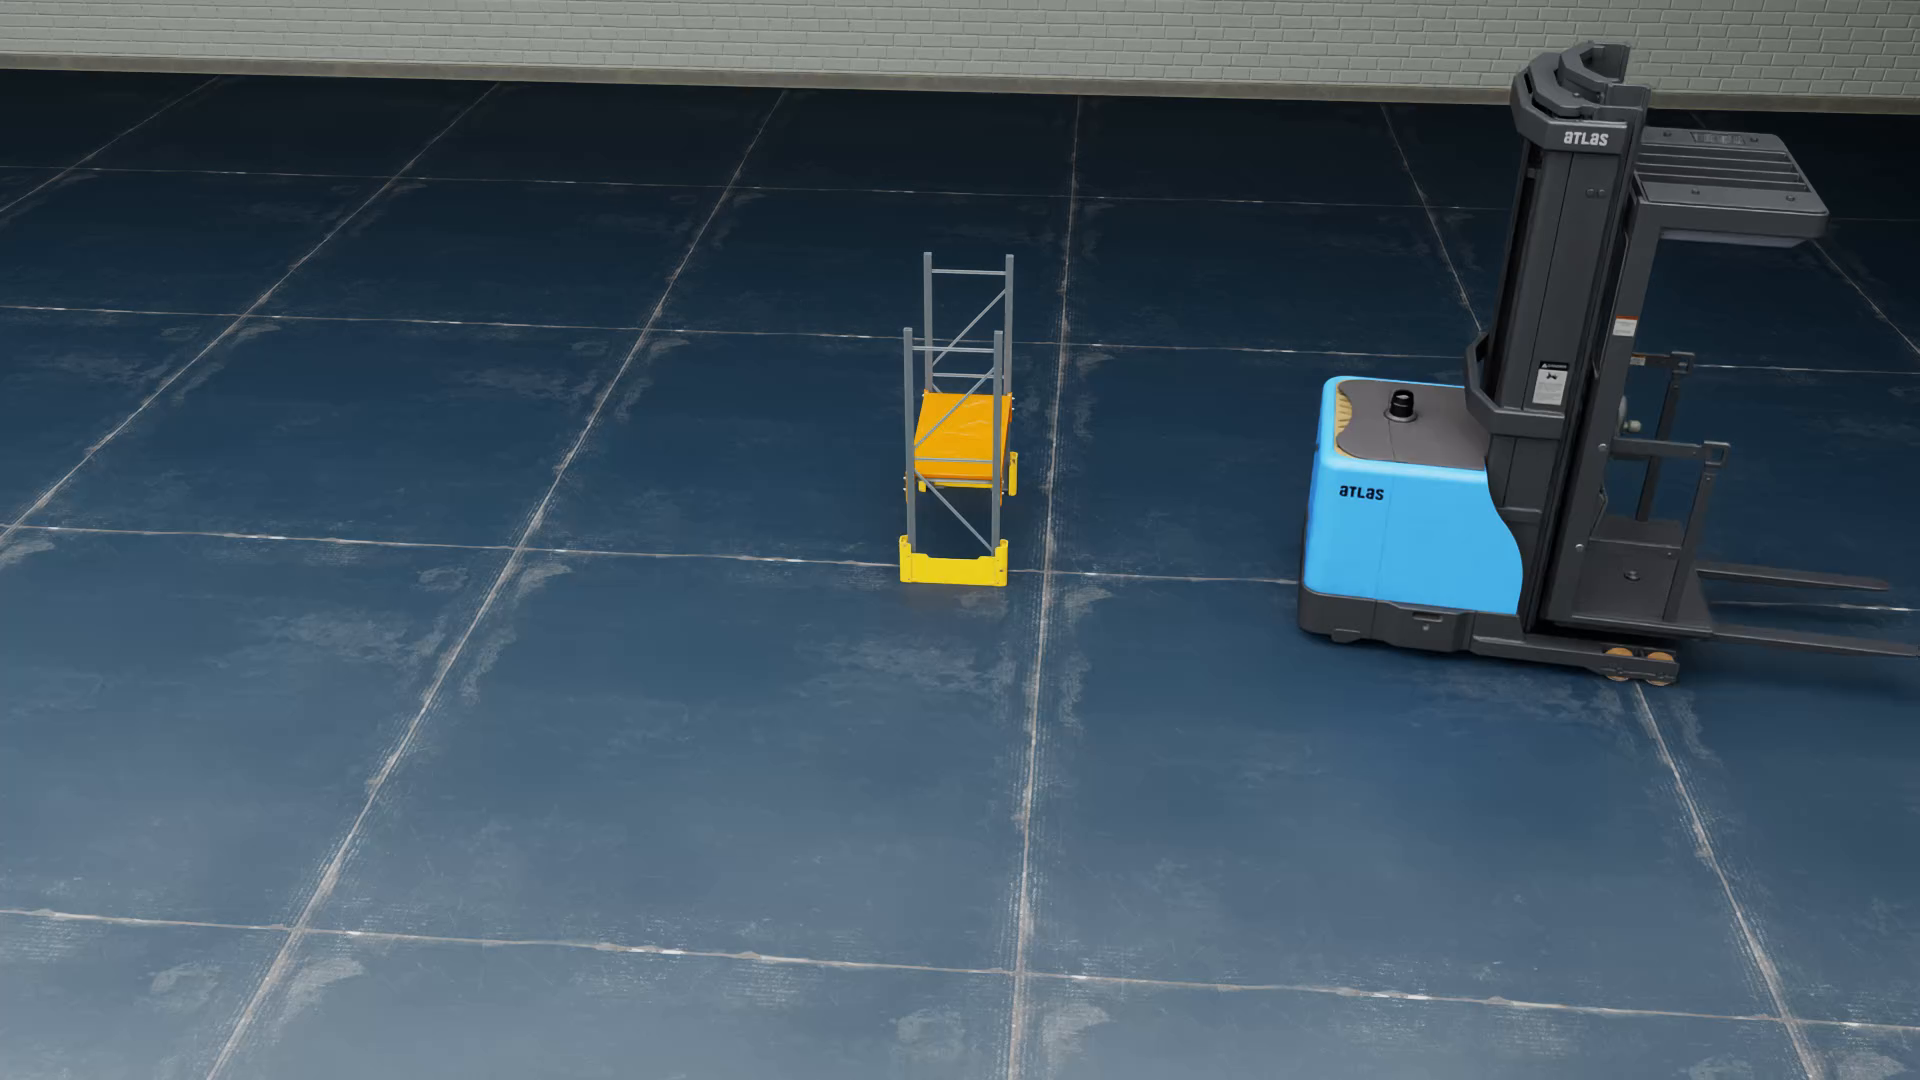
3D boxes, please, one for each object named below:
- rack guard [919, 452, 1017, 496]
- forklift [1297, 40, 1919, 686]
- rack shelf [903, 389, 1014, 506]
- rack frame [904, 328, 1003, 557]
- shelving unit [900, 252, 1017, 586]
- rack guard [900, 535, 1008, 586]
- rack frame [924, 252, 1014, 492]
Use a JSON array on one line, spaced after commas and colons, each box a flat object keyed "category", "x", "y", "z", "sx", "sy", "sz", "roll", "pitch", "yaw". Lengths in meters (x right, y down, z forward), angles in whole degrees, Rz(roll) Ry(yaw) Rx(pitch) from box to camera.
[{"category": "rack guard", "x": 0.047, "y": -0.407, "z": 9.952, "sx": 0.587, "sy": 0.250, "sz": 0.087, "roll": 2, "pitch": 32, "yaw": 4}, {"category": "forklift", "x": 3.333, "y": -0.823, "z": 8.072, "sx": 3.031, "sy": 2.935, "sz": 1.130, "roll": 6, "pitch": 32, "yaw": 10}, {"category": "rack shelf", "x": 0.007, "y": -0.530, "z": 9.304, "sx": 0.538, "sy": 0.185, "sz": 1.000, "roll": 2, "pitch": 32, "yaw": 4}, {"category": "rack frame", "x": -0.034, "y": -0.417, "z": 8.778, "sx": 0.500, "sy": 1.500, "sz": 0.032, "roll": 2, "pitch": 32, "yaw": 4}, {"category": "shelving unit", "x": 0.006, "y": -0.678, "z": 9.201, "sx": 0.587, "sy": 1.500, "sz": 1.083, "roll": 2, "pitch": 32, "yaw": 4}, {"category": "rack guard", "x": -0.034, "y": 0.114, "z": 9.107, "sx": 0.587, "sy": 0.250, "sz": 0.087, "roll": 2, "pitch": 32, "yaw": 4}, {"category": "rack frame", "x": 0.048, "y": -0.949, "z": 9.641, "sx": 0.500, "sy": 1.500, "sz": 0.032, "roll": 2, "pitch": 32, "yaw": 4}]
